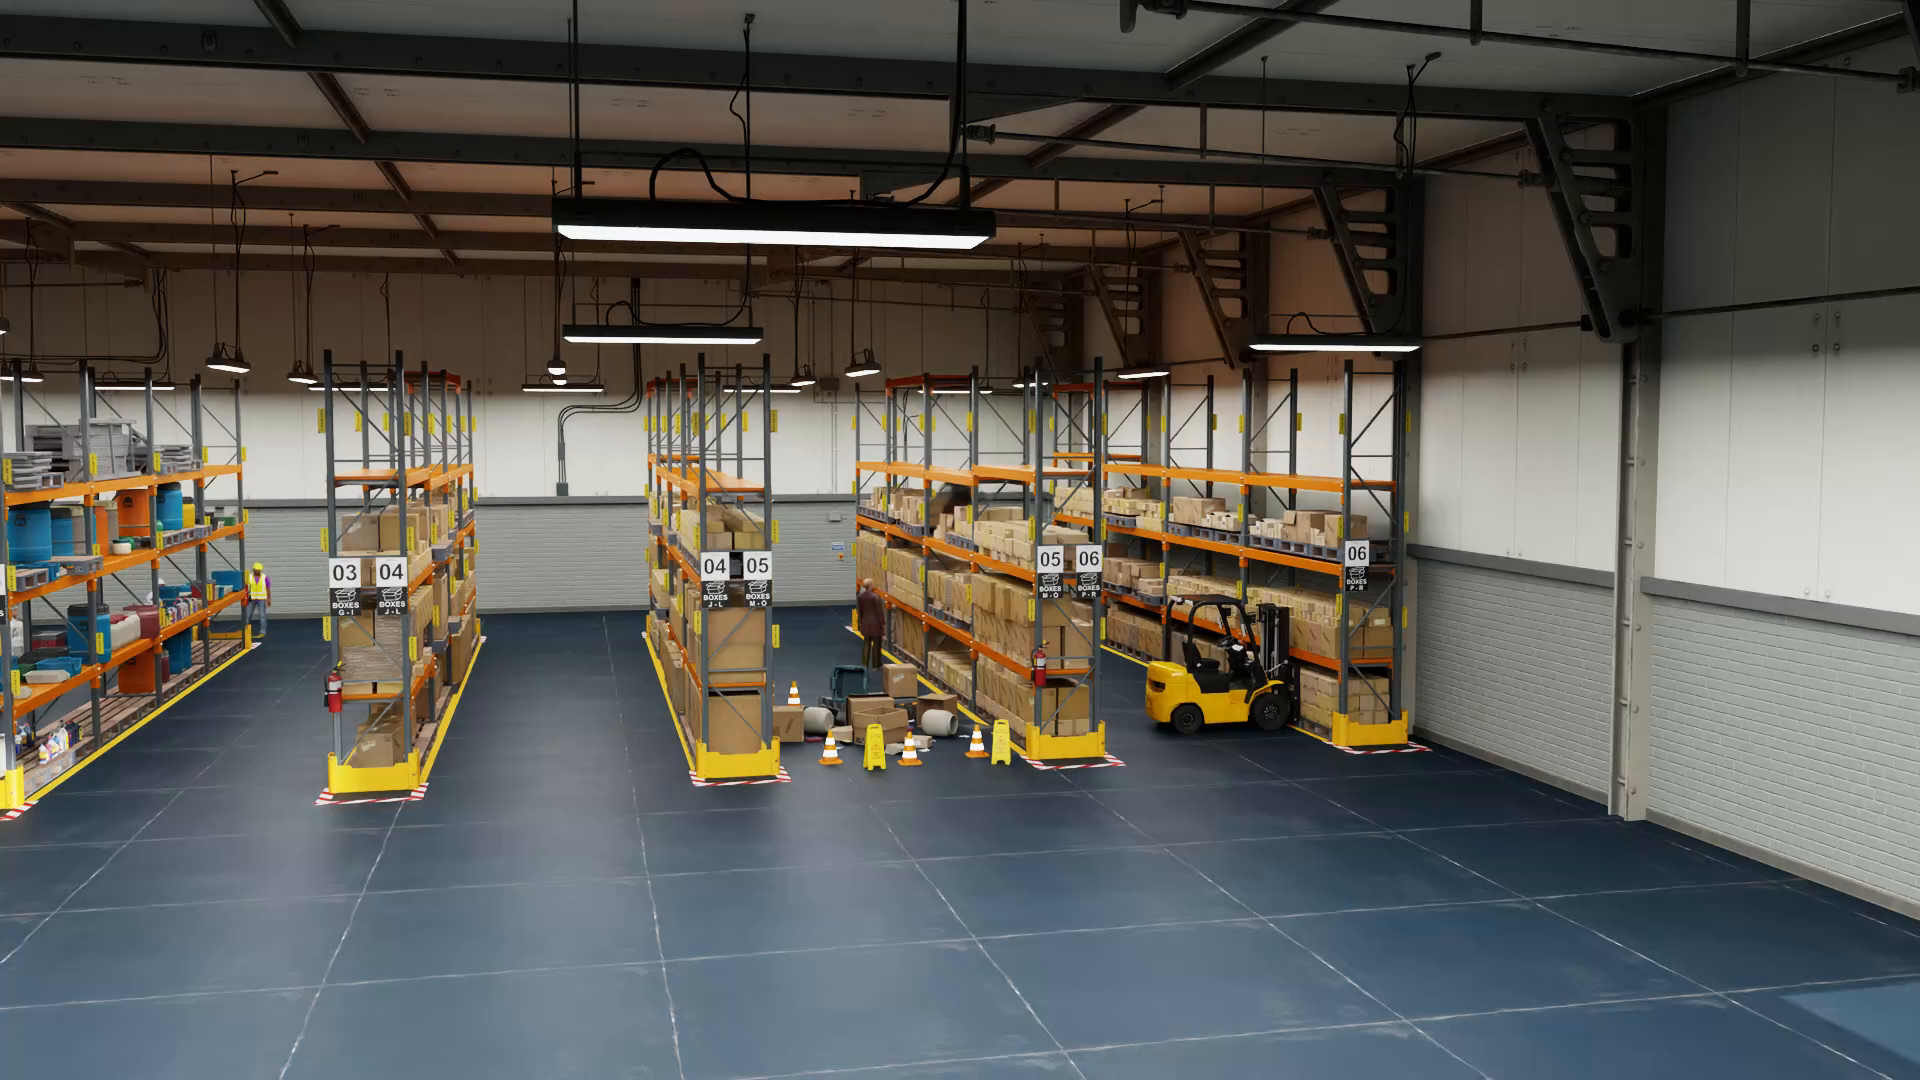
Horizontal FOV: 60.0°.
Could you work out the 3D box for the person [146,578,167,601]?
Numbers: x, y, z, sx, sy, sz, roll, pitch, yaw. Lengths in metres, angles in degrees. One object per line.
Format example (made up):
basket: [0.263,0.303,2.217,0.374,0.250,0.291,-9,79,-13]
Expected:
person: [-16.725,1.710,34.885,0.586,1.812,0.574,-4,6,-44]

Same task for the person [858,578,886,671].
person: [-1.661,1.651,31.701,0.614,1.751,0.518,2,5,28]

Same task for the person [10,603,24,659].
person: [-17.536,2.003,30.879,0.443,1.691,0.503,-2,4,-21]

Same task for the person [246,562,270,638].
person: [-16.492,1.408,38.885,0.672,1.771,0.428,-2,4,-21]
